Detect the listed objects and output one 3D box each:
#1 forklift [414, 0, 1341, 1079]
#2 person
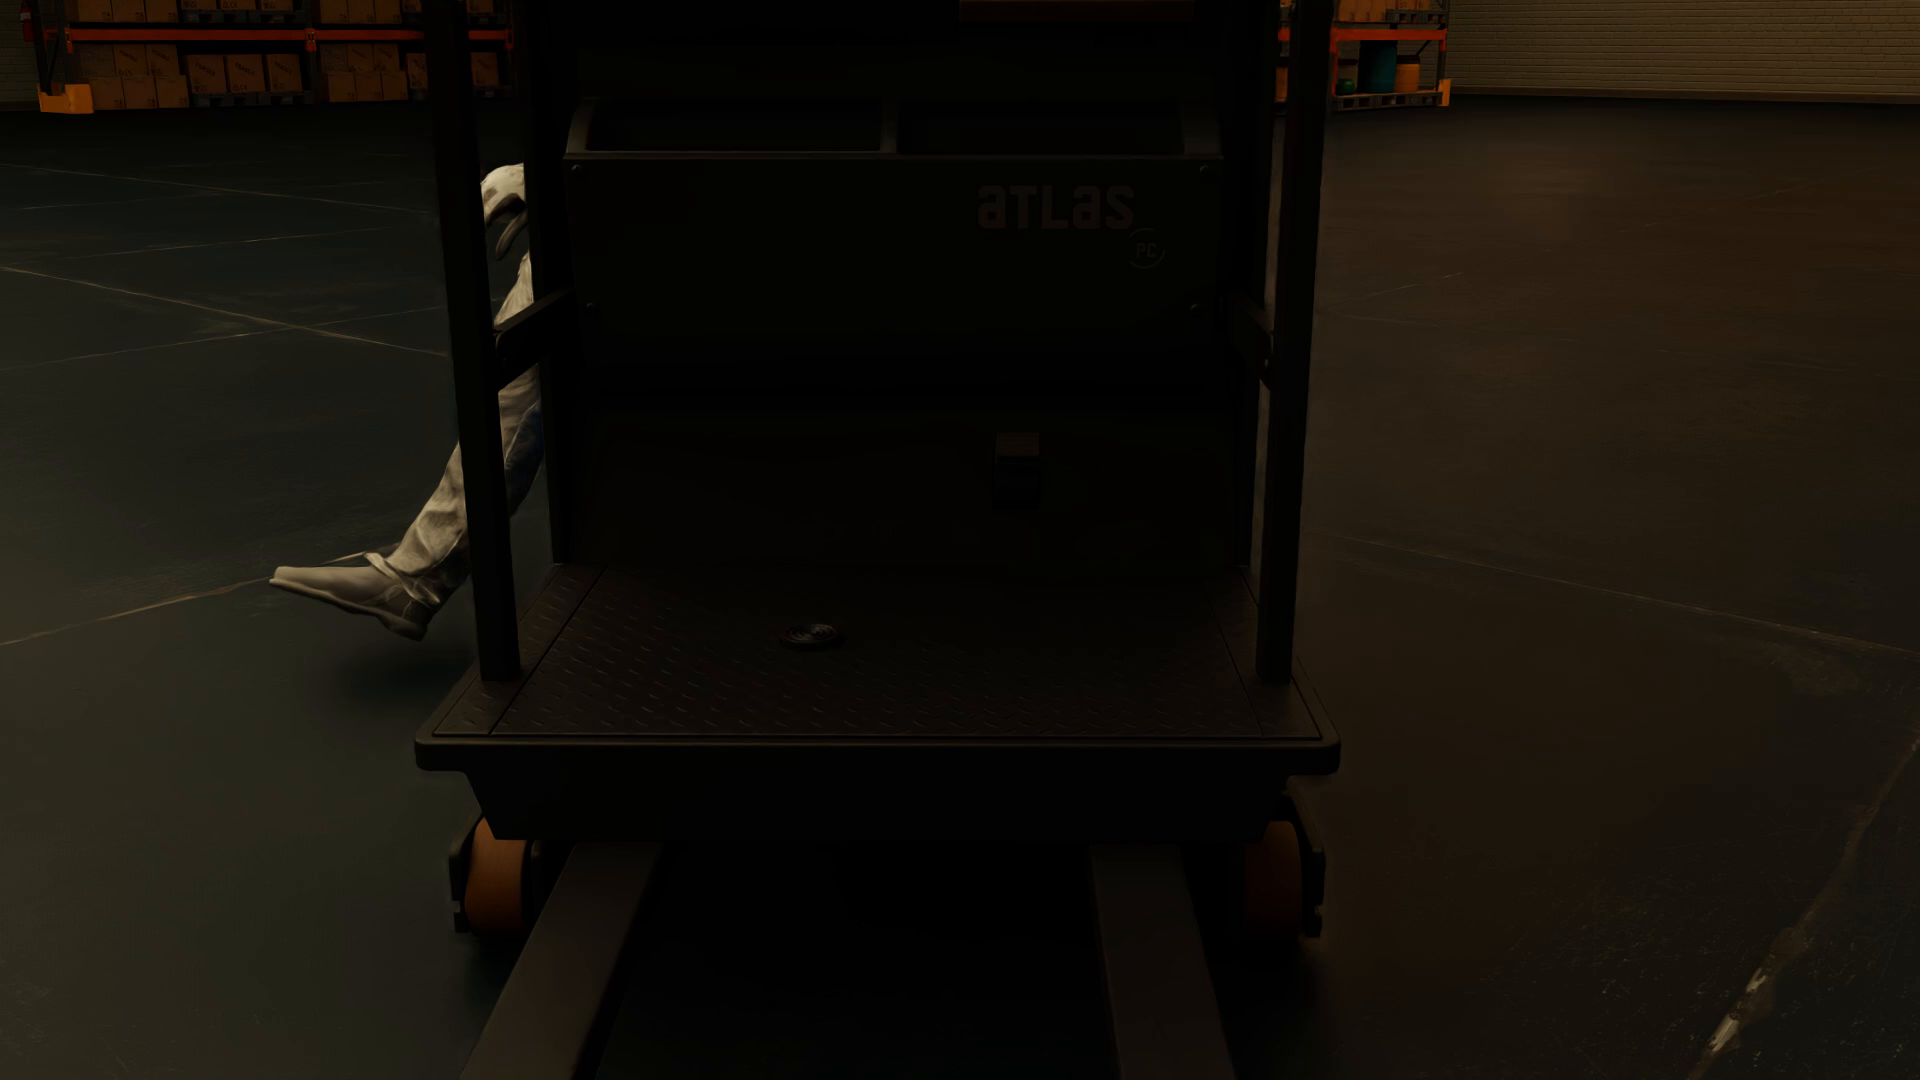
[{"bbox_3d":[-0.094,-0.961,2.062,1.130,2.935,3.031,0,17,1],"label":"forklift"},{"bbox_3d":[-0.704,-0.570,2.966,1.013,1.679,0.912,-14,22,-39],"label":"person"}]
